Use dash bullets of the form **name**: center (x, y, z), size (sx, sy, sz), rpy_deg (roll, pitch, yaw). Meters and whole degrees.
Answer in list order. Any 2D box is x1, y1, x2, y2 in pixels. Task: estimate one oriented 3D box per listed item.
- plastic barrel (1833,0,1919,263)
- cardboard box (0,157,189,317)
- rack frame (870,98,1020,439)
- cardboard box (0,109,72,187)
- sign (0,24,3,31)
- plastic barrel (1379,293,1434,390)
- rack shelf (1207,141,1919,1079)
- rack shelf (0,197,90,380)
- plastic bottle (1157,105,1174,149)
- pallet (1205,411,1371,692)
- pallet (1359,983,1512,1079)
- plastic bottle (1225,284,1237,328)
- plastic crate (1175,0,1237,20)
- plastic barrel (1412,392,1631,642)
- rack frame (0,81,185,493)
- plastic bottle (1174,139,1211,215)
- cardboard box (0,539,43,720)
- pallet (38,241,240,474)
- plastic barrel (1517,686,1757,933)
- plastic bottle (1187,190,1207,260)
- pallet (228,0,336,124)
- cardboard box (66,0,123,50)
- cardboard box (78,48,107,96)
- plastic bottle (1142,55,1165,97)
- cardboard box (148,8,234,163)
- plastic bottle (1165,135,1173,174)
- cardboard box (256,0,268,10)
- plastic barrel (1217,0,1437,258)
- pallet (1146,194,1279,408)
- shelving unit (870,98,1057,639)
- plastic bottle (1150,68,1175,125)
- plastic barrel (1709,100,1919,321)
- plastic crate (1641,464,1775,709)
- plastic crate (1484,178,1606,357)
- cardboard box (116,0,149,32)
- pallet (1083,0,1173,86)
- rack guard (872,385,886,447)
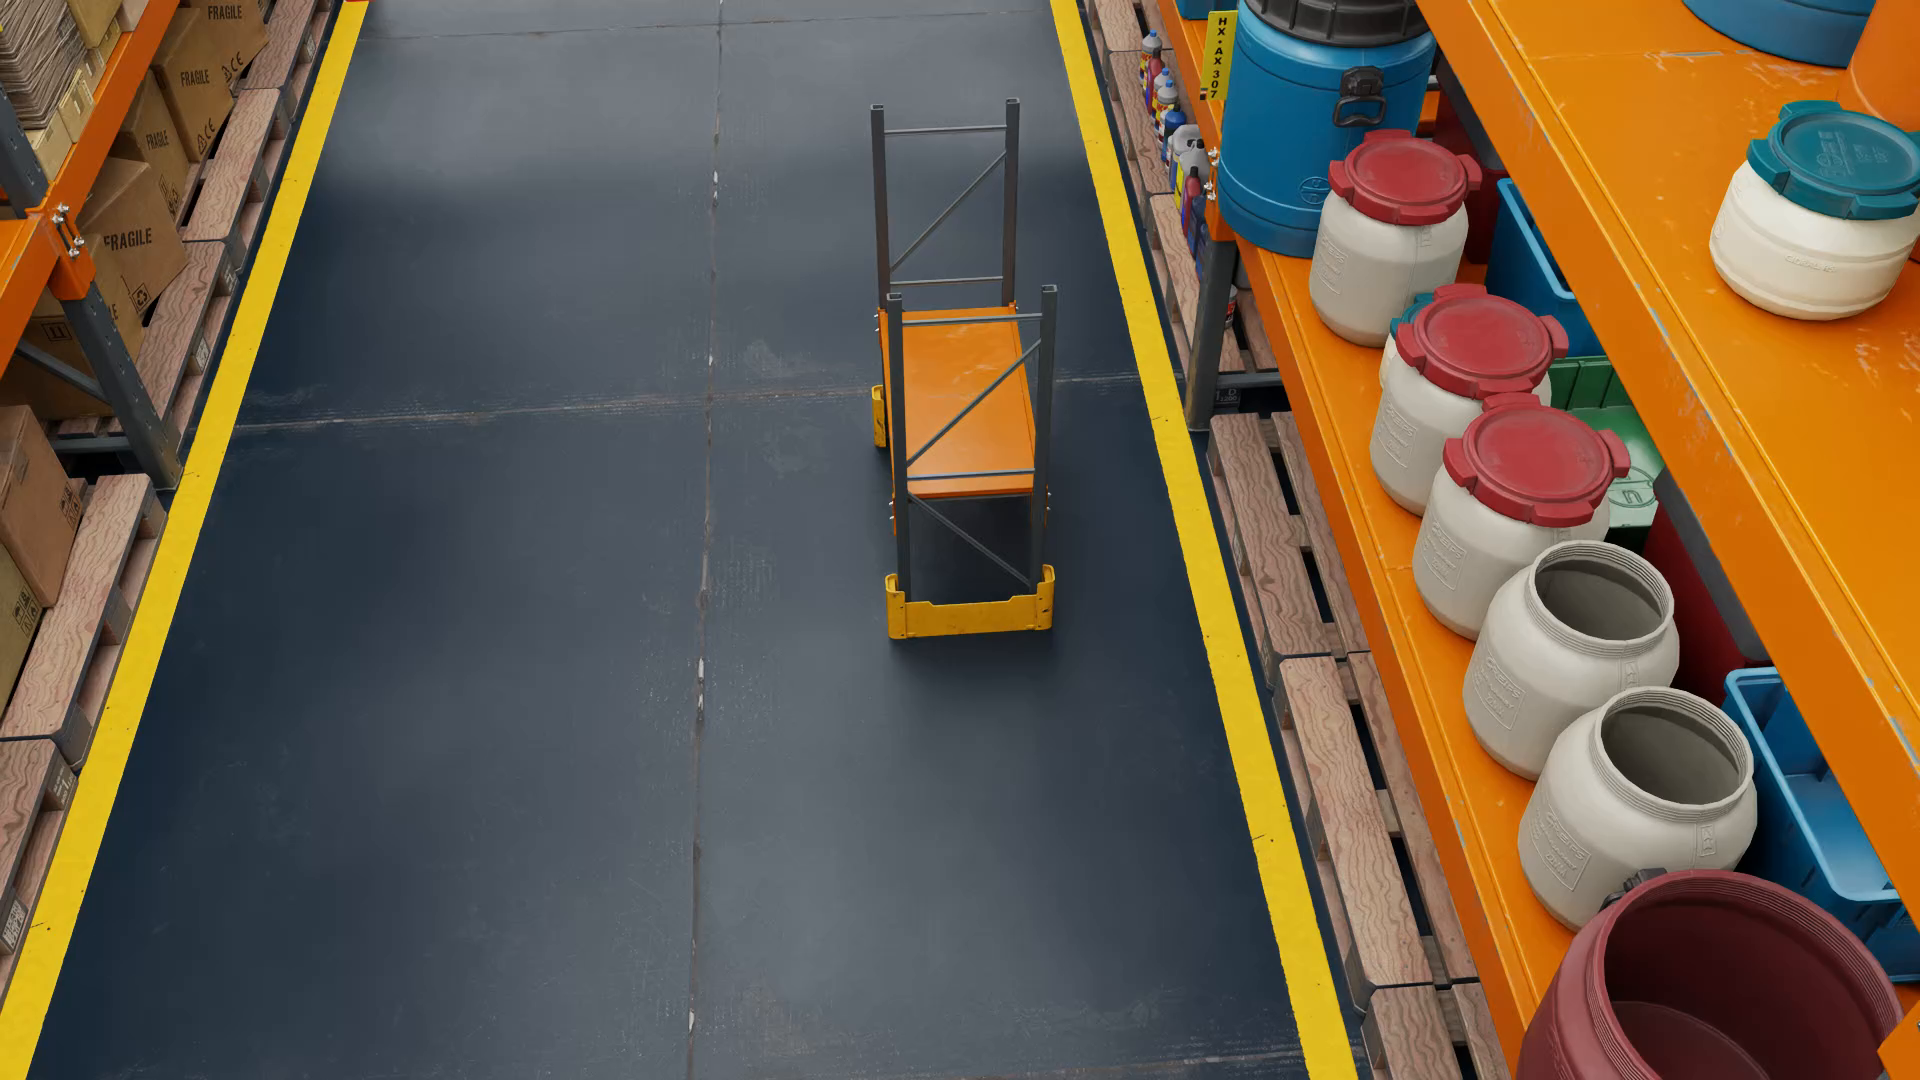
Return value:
- **plastic barrel**: center (1.835, -0.898, 2.673), size (0.600, 0.830, 0.708), rpy_deg (-3, 47, -3)
- **cardboard box**: center (-3.578, -1.222, 6.774), size (0.500, 0.500, 0.500), rpy_deg (10, 47, 9)
- **rack frame**: center (-0.050, -0.945, 6.112), size (0.500, 1.500, 0.032), rpy_deg (-3, 47, -3)
- **cardboard box**: center (-3.247, -1.319, 5.606), size (0.380, 0.149, 0.250), rpy_deg (-3, 47, -3)
- **sign**: center (-2.976, -1.666, 4.964), size (0.100, 0.325, 0.005), rpy_deg (-3, 47, -3)
- **plastic barrel**: center (1.365, -0.518, 4.770), size (0.301, 0.262, 0.301), rpy_deg (0, 47, 0)
- **rack shelf**: center (1.574, 0.162, 4.526), size (1.077, 0.370, 4.000), rpy_deg (-3, 47, -3)
- **rack shelf**: center (-3.361, 0.463, 4.241), size (1.077, 0.370, 4.000), rpy_deg (-3, 47, -3)
- **plastic bottle**: center (0.959, -1.893, 7.601), size (0.097, 0.201, 0.097), rpy_deg (0, 47, 0)
- **pallet**: center (1.511, -0.008, 6.112), size (1.003, 0.211, 1.213), rpy_deg (-3, 47, -3)
- **pallet**: center (1.716, 1.758, 4.440), size (1.003, 0.211, 1.213), rpy_deg (-3, 47, -3)
- **plastic bottle**: center (1.066, -0.965, 6.722), size (0.097, 0.201, 0.097), rpy_deg (0, 47, 0)
- **plastic crate**: center (1.044, -2.265, 6.432), size (0.499, 0.251, 0.616), rpy_deg (-3, 47, -3)
- **plastic barrel**: center (1.366, -0.030, 4.119), size (0.433, 0.535, 0.433), rpy_deg (0, 47, 0)
- **rack frame**: center (-3.529, -1.231, 5.350), size (1.000, 3.000, 0.127), rpy_deg (-3, 47, -3)
- **plastic bottle**: center (1.023, -1.594, 7.215), size (0.144, 0.351, 0.185), rpy_deg (-4, 47, -4)
- **cardboard box**: center (-3.478, 0.269, 5.348), size (0.700, 0.500, 0.500), rpy_deg (-4, 47, -4)
- **pallet**: center (-3.620, -0.756, 6.821), size (1.003, 0.211, 1.213), rpy_deg (-3, 47, -3)
- **plastic barrel**: center (1.443, 0.592, 3.546), size (0.421, 0.512, 0.421), rpy_deg (0, 47, 0)
- **plastic bottle**: center (1.050, -1.360, 6.994), size (0.144, 0.351, 0.185), rpy_deg (-6, 47, -5)
- **pallet**: center (-3.824, -2.522, 8.493), size (1.003, 0.211, 1.213), rpy_deg (-3, 47, -3)
- **cardboard box**: center (-3.511, -2.061, 5.862), size (0.875, 0.500, 0.500), rpy_deg (-3, 47, -3)
- **cardboard box**: center (-3.303, -1.680, 5.948), size (0.380, 0.149, 0.250), rpy_deg (-3, 47, -3)
- **plastic bottle**: center (0.922, -2.210, 7.901), size (0.097, 0.201, 0.097), rpy_deg (0, 47, 0)
- **cardboard box**: center (-3.710, -2.073, 7.580), size (0.500, 0.500, 0.500), rpy_deg (0, 47, 0)
- **plastic bottle**: center (0.976, -1.744, 7.460), size (0.097, 0.201, 0.097), rpy_deg (0, 47, 0)
- **cardboard box**: center (-3.828, -2.957, 8.417), size (0.500, 0.500, 0.500), rpy_deg (4, 47, 4)
- **plastic barrel**: center (1.137, -1.407, 5.171), size (0.600, 0.901, 0.708), rpy_deg (-3, 47, -3)
- **pallet**: center (1.392, -1.062, 7.110), size (1.003, 0.211, 1.213), rpy_deg (-3, 47, -3)
- **shelving unit**: center (-0.006, -0.571, 5.758), size (0.587, 1.500, 1.083), rpy_deg (-3, 47, -3)
- **plastic bottle**: center (0.942, -2.061, 7.712), size (0.097, 0.271, 0.097), rpy_deg (0, 47, 0)
- **plastic barrel**: center (1.403, -0.528, 2.714), size (0.301, 0.262, 0.301), rpy_deg (0, 47, 0)
- **plastic crate**: center (1.911, 0.152, 3.996), size (0.402, 0.464, 0.583), rpy_deg (-3, 47, -3)
- **plastic crate**: center (1.809, -0.748, 4.903), size (0.392, 0.384, 0.575), rpy_deg (-3, 47, -3)
- **cardboard box**: center (-3.314, -2.043, 6.292), size (0.380, 0.149, 0.250), rpy_deg (-3, 47, -3)
- **pallet**: center (1.188, -2.827, 8.782), size (1.003, 0.211, 1.213), rpy_deg (-3, 47, -3)
- **rack guard**: center (-0.048, -0.501, 6.553), size (0.587, 0.250, 0.087), rpy_deg (-3, 47, -3)
